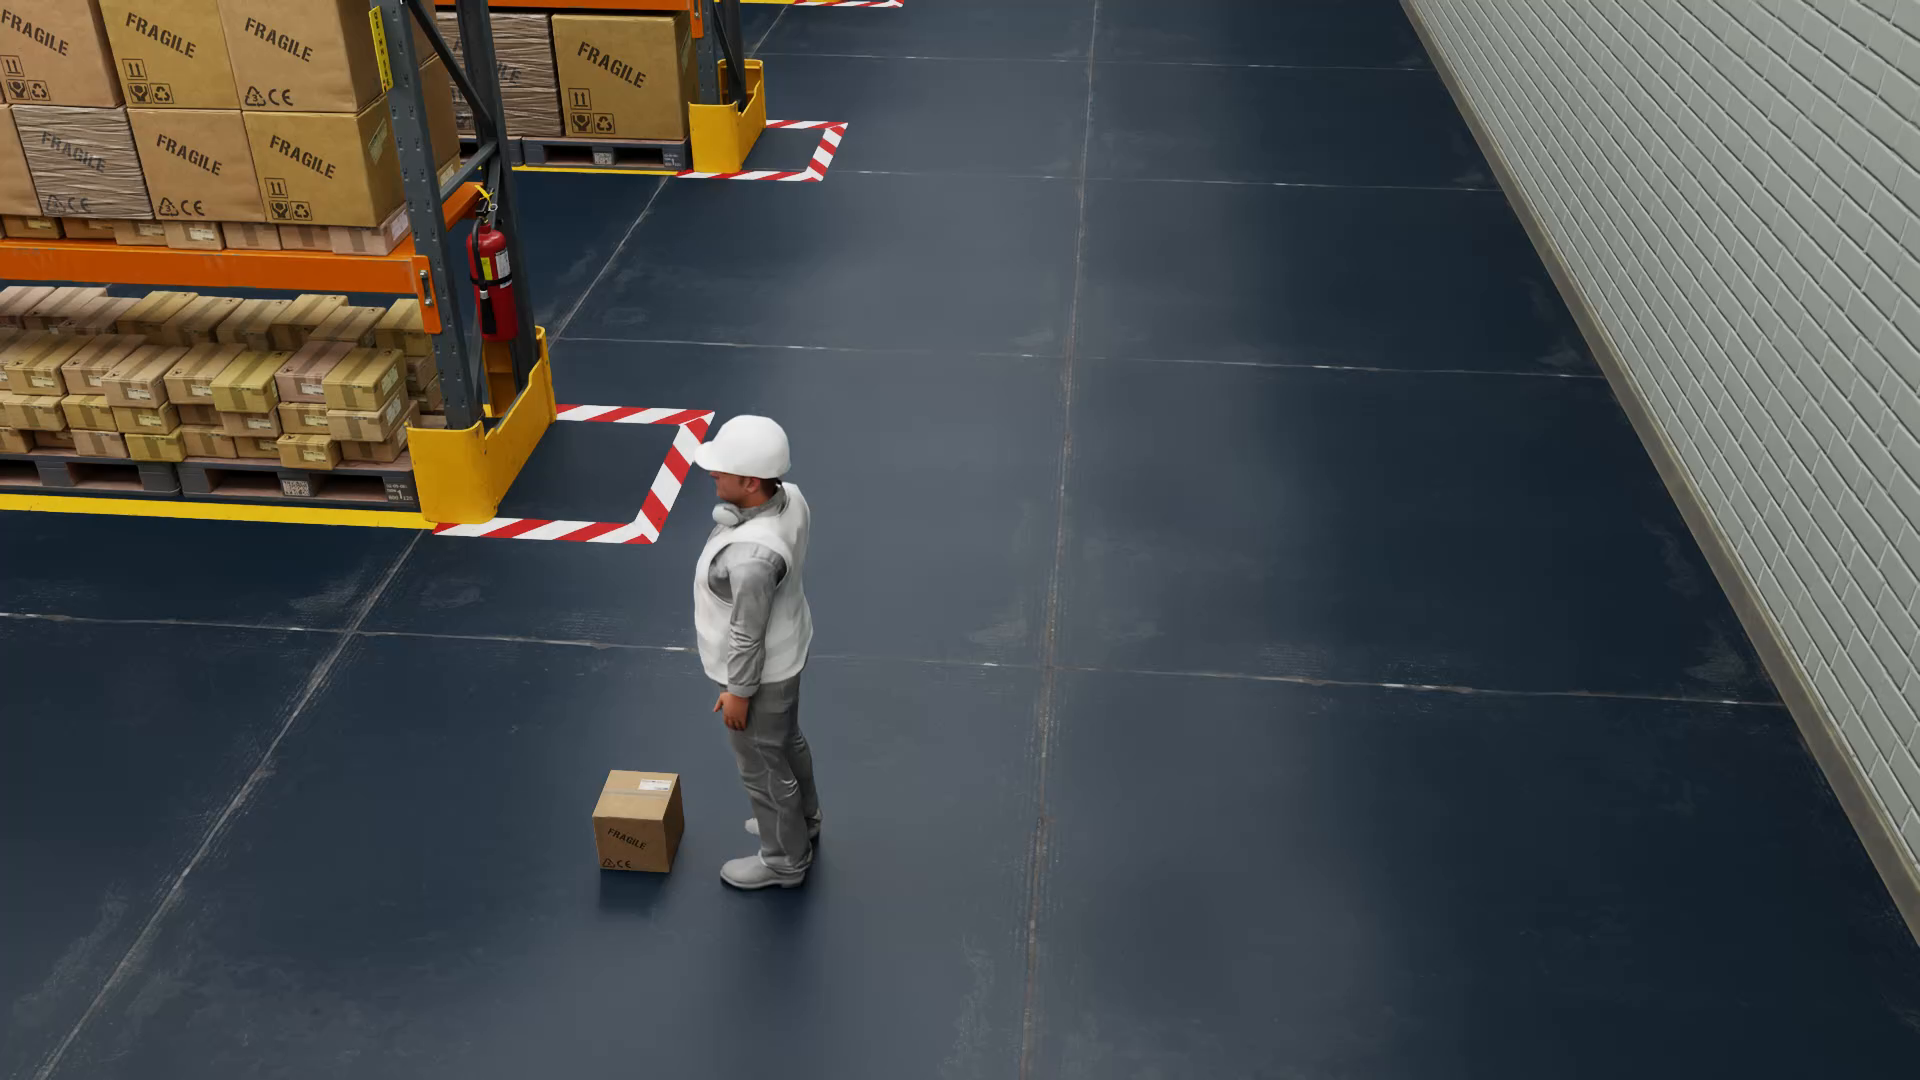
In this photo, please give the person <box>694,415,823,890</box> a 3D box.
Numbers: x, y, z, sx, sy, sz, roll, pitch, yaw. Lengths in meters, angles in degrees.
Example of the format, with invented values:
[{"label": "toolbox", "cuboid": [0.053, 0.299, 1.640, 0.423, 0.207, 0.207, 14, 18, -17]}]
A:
[{"label": "person", "cuboid": [-0.672, 0.399, 5.496, 0.356, 1.808, 0.534, 3, 32, 5]}]
